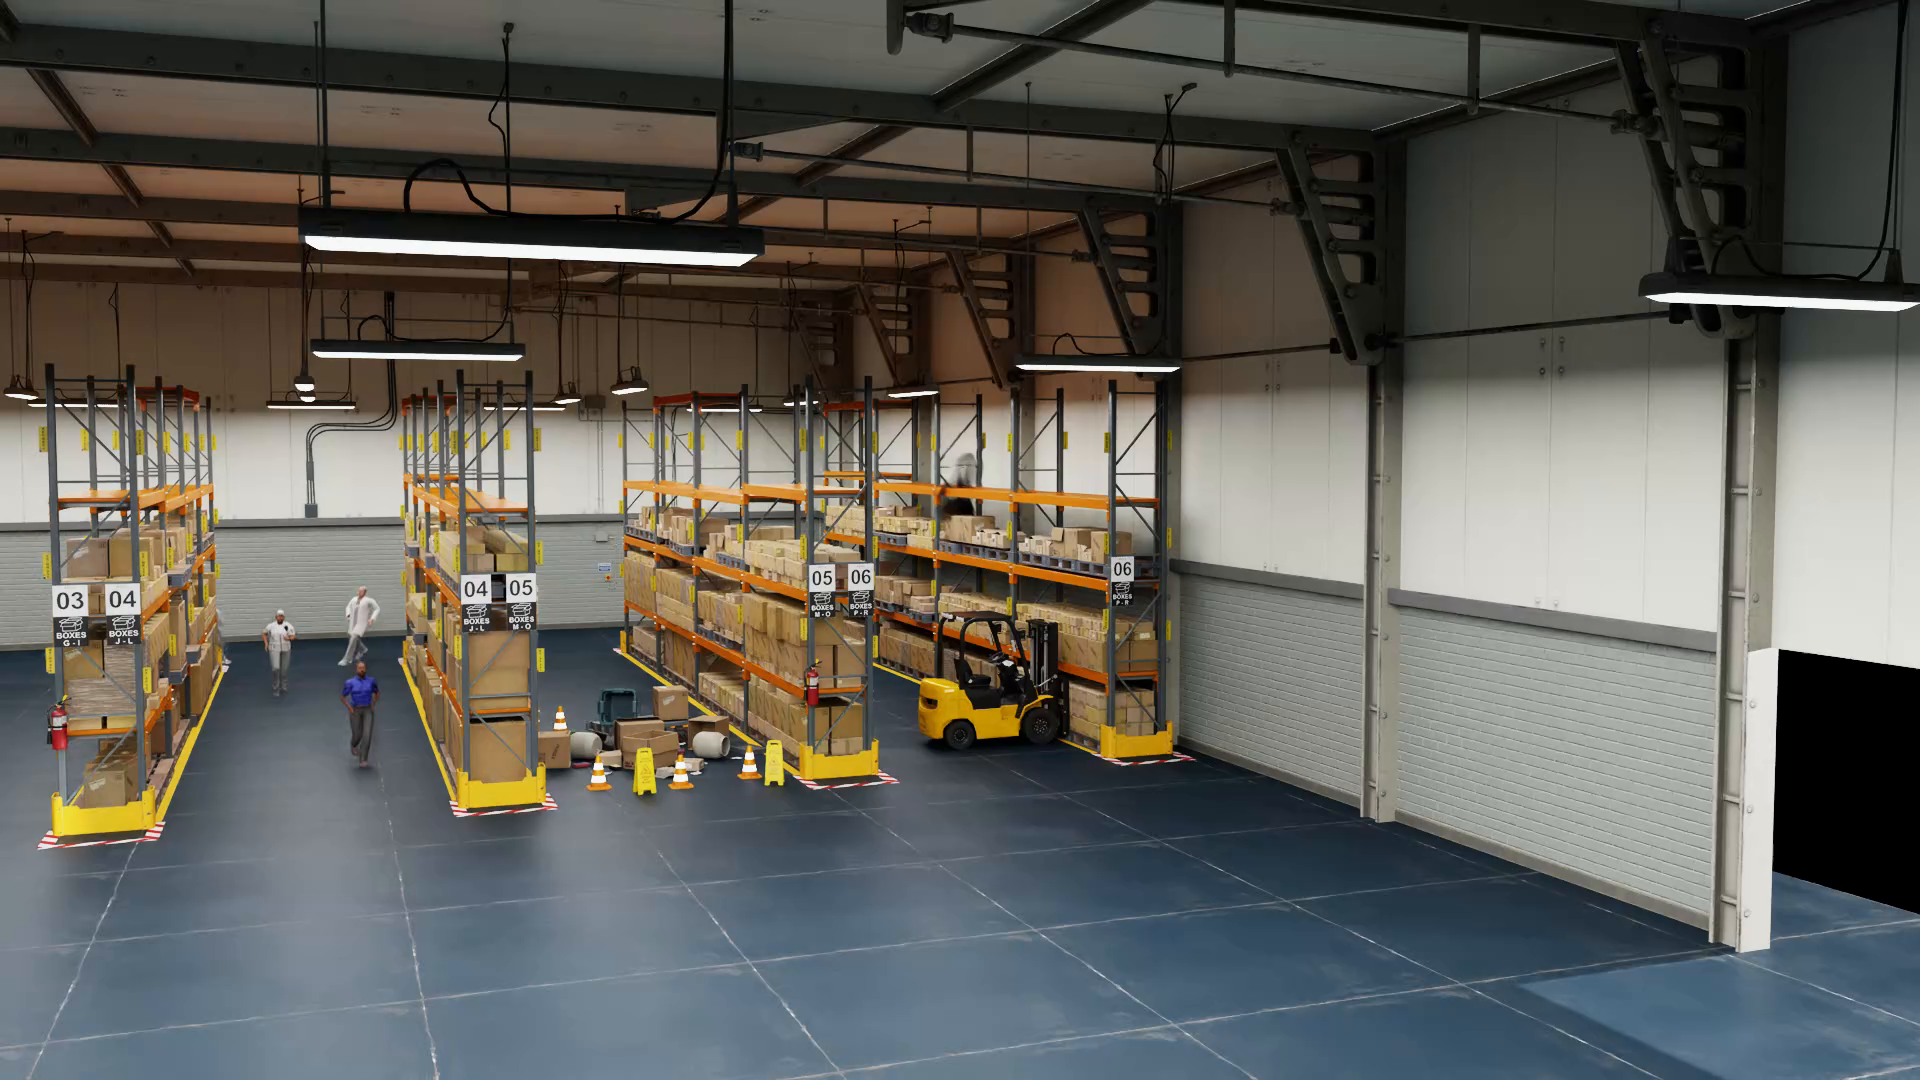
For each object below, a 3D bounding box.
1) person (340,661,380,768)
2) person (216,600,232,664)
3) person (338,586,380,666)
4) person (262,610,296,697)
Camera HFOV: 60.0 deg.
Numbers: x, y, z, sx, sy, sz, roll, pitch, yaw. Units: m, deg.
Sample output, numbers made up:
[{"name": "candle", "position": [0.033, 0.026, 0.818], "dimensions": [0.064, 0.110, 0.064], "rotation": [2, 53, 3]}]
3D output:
[{"name": "person", "position": [-9.274, 2.682, 25.765], "dimensions": [0.593, 1.618, 0.727], "rotation": [-2, 4, -31]}, {"name": "person", "position": [-16.899, 2.025, 37.553], "dimensions": [0.736, 1.574, 0.604], "rotation": [1, 3, 12]}, {"name": "person", "position": [-13.573, 1.917, 37.578], "dimensions": [0.769, 1.747, 1.049], "rotation": [1, 4, 19]}, {"name": "person", "position": [-13.512, 2.249, 33.045], "dimensions": [0.575, 1.729, 0.742], "rotation": [-2, 4, -32]}]
